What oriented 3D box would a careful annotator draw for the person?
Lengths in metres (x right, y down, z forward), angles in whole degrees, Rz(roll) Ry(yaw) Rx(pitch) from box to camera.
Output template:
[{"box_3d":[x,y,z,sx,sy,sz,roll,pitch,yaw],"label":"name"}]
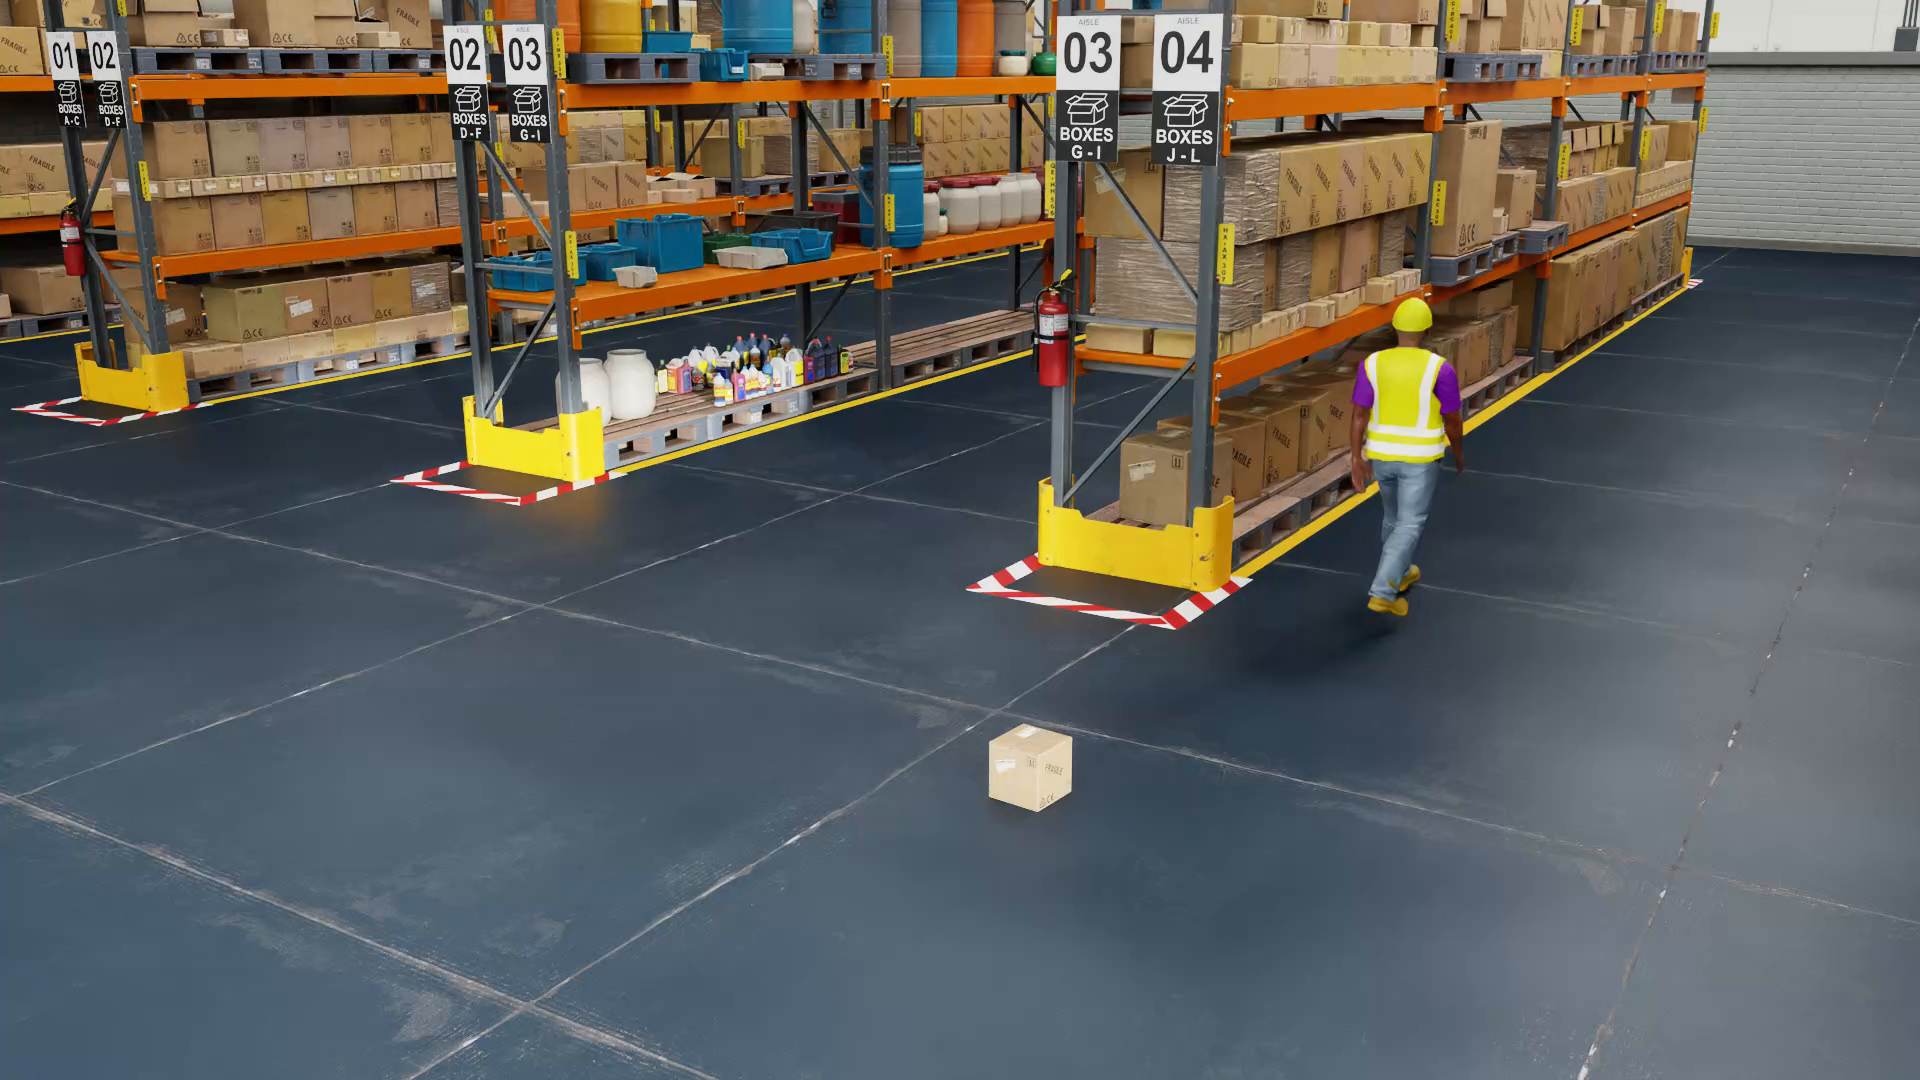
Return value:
[{"box_3d":[2.446,-0.465,9.102,0.552,1.727,1.039,13,20,37],"label":"person"}]
